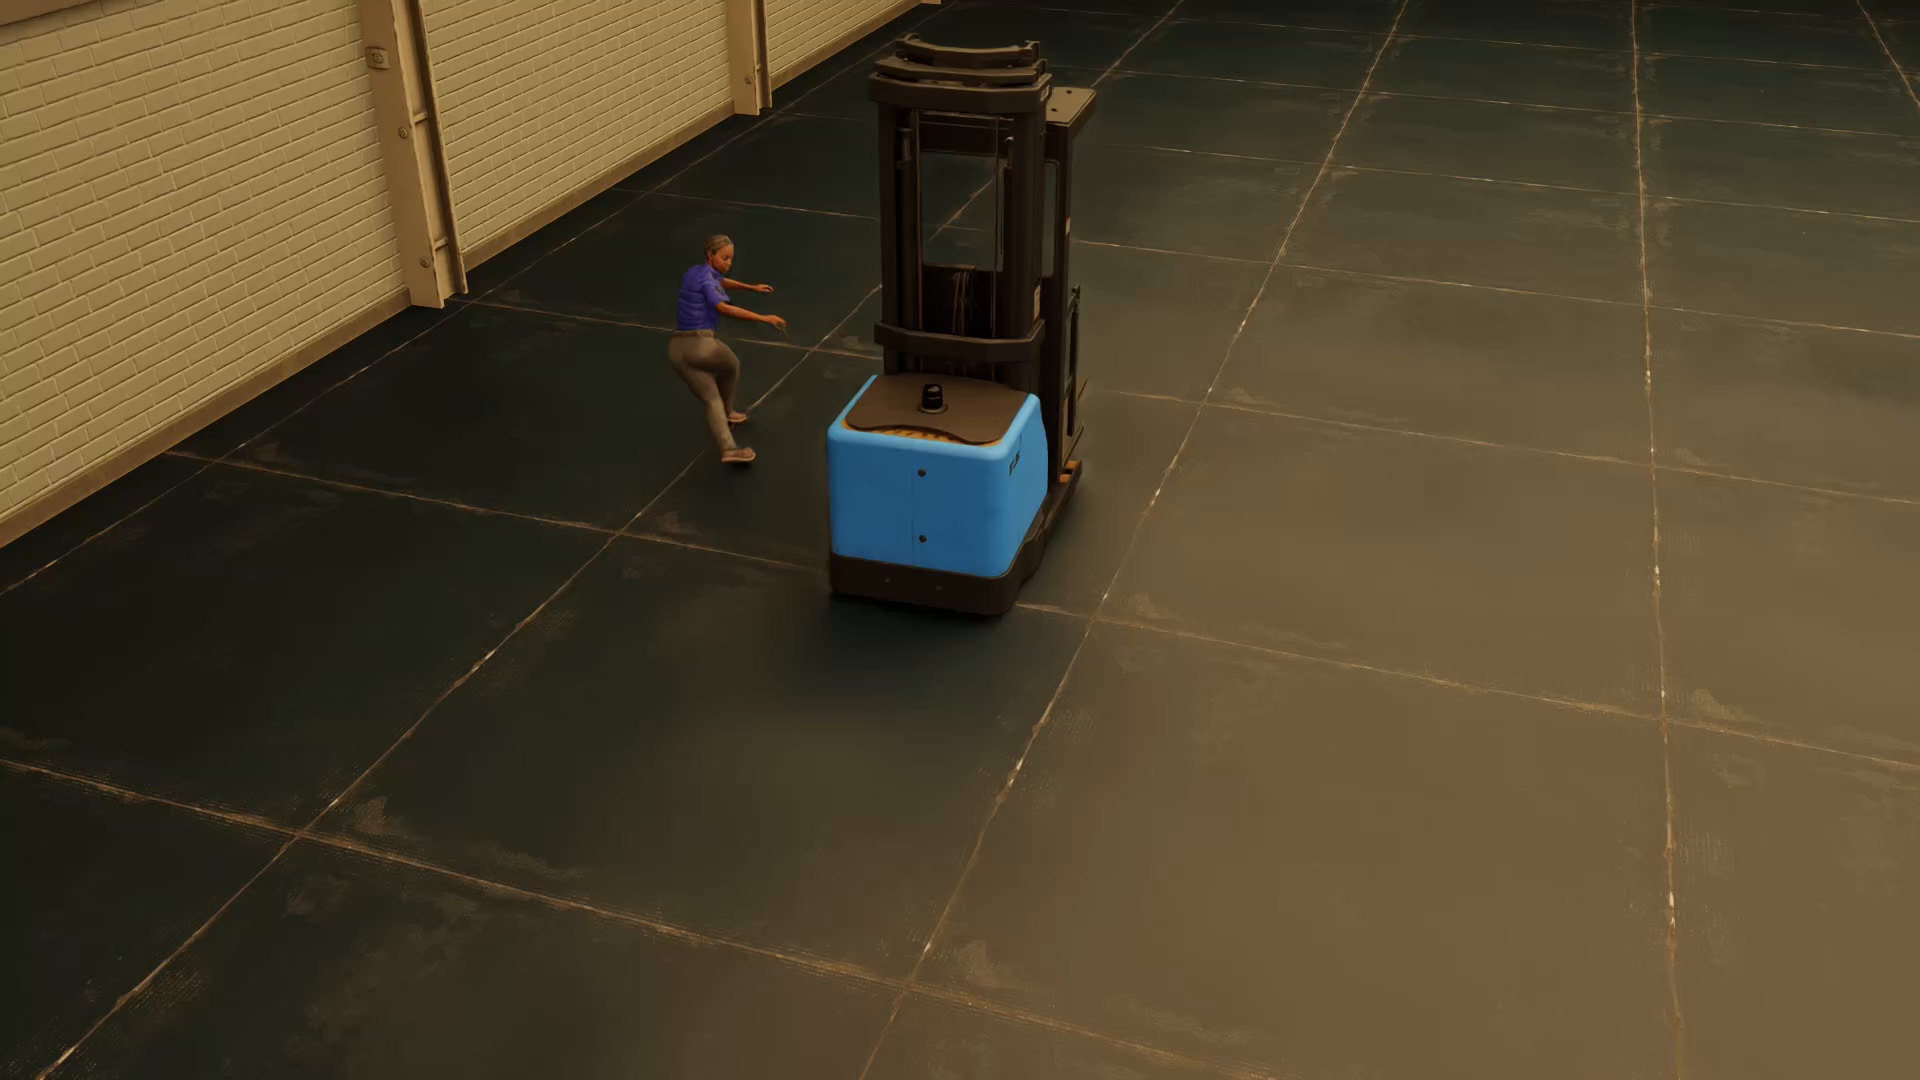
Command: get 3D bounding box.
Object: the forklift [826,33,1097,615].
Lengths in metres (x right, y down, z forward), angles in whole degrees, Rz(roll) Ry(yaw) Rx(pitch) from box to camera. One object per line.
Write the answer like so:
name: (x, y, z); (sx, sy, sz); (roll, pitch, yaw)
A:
forklift: (0.154, -1.572, 9.894); (1.130, 2.935, 3.031); (8, 31, 14)

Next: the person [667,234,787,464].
person: (-1.442, -1.290, 10.955); (0.859, 1.446, 1.052); (17, 34, 28)
